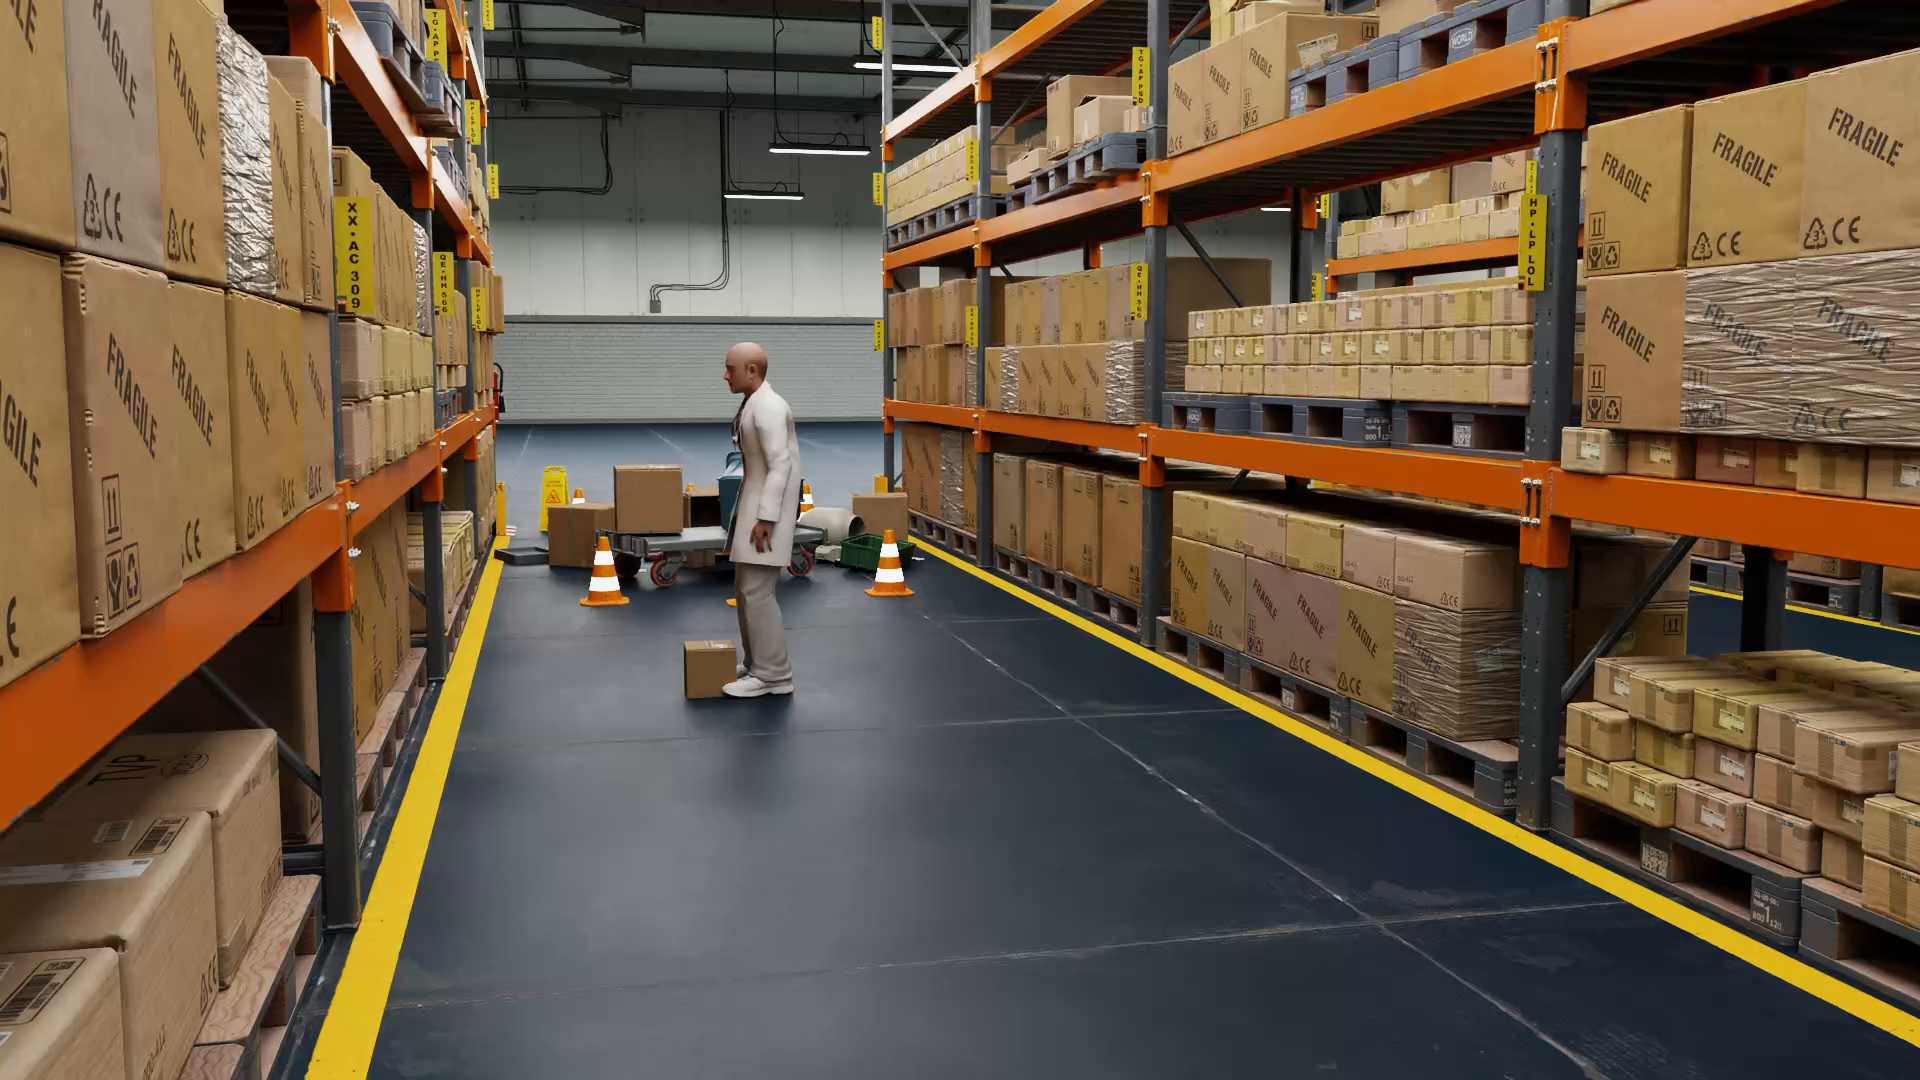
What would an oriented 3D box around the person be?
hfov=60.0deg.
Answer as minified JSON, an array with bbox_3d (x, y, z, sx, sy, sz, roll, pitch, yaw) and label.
[{"bbox_3d":[-1.025,-0.108,8.420,0.429,1.773,0.650,-2,6,-17],"label":"person"}]
